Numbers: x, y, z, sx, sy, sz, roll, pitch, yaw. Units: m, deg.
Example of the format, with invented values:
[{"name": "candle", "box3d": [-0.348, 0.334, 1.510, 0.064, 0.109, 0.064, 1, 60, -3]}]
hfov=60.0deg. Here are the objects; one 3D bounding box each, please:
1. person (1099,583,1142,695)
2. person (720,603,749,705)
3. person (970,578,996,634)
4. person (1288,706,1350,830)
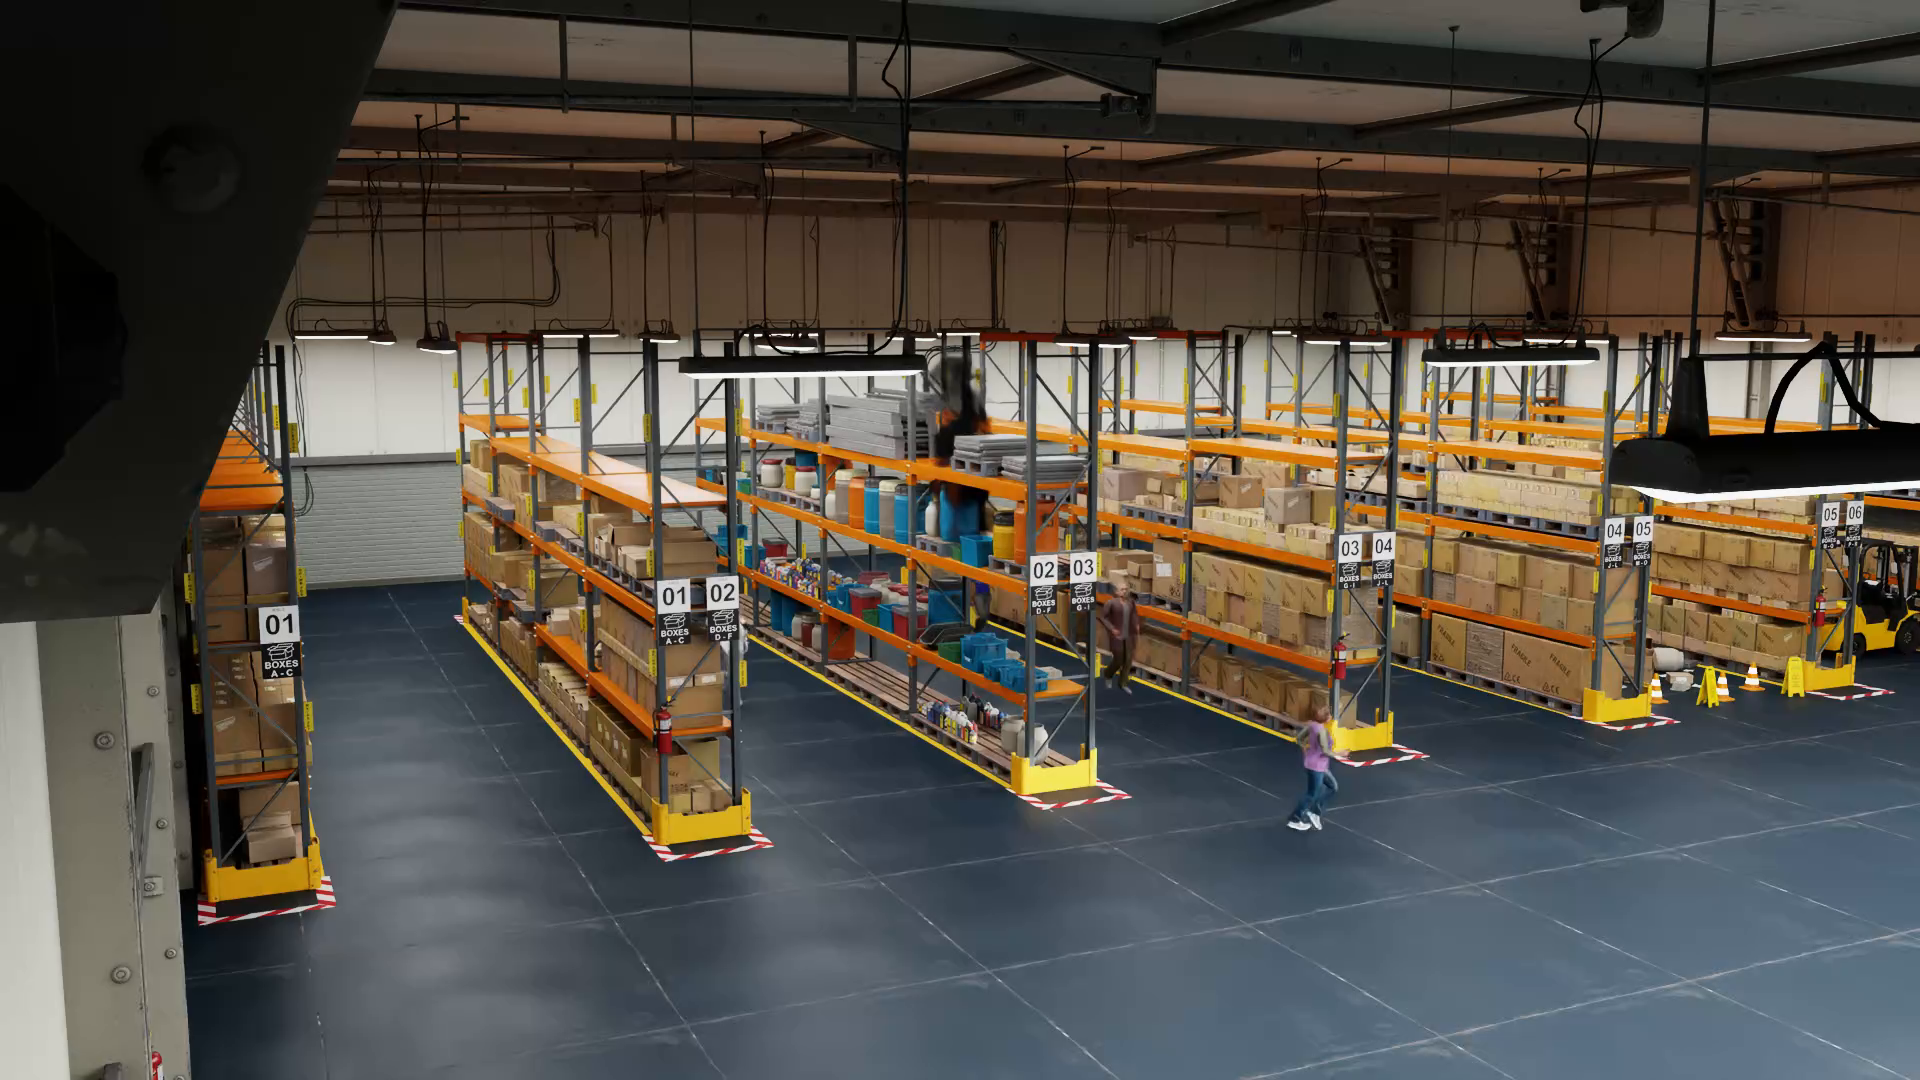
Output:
[{"name": "person", "box3d": [2.593, 1.568, 26.826, 0.738, 1.780, 0.704, -4, 8, -25]}, {"name": "person", "box3d": [-3.746, 1.838, 27.393, 0.643, 1.675, 0.732, -6, 10, -39]}, {"name": "person", "box3d": [0.456, 1.165, 32.378, 0.554, 1.633, 0.632, -3, 8, -24]}, {"name": "person", "box3d": [4.402, 2.801, 20.397, 0.732, 1.585, 0.504, 0, 8, 3]}]
